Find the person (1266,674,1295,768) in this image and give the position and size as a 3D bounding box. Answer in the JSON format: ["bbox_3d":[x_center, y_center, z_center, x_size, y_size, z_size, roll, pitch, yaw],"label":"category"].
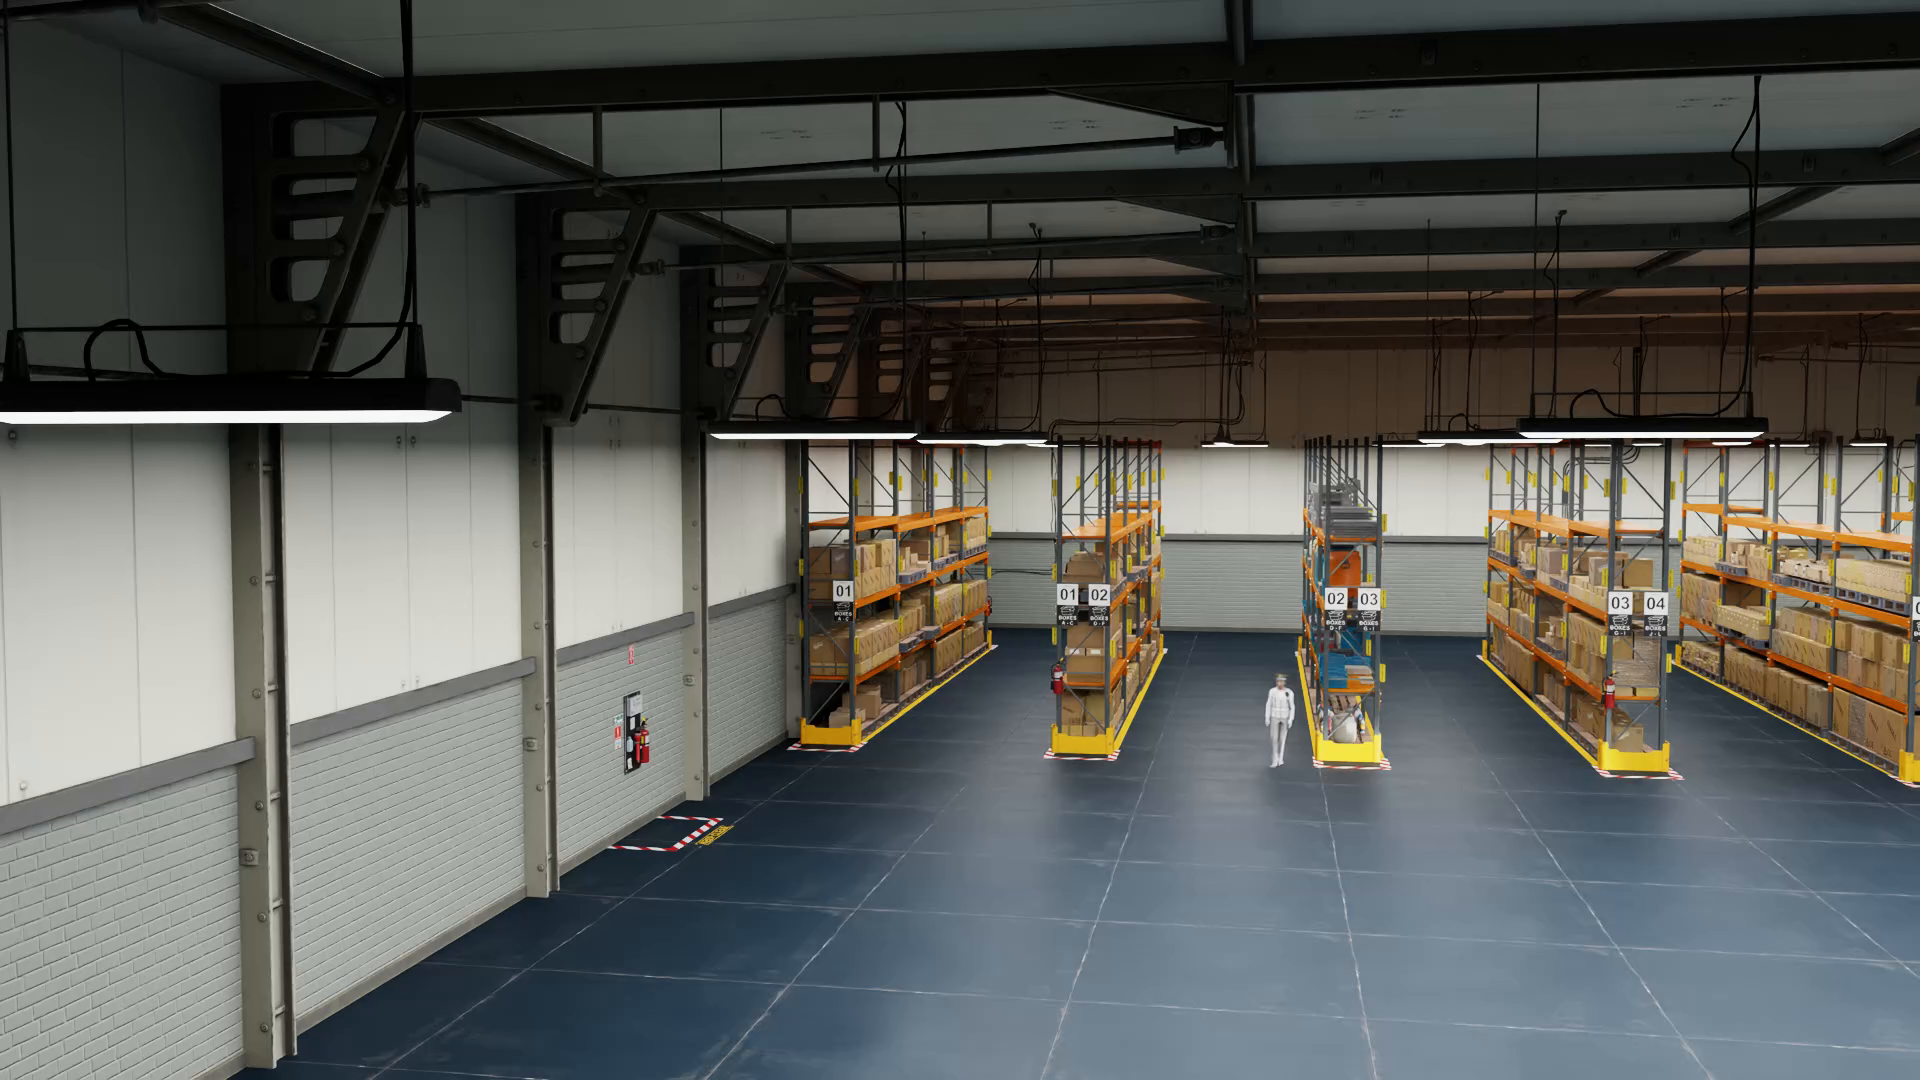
[{"bbox_3d":[5.808,3.293,30.133,0.521,1.755,0.559,0,3,8],"label":"person"}]

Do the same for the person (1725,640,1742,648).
[{"bbox_3d":[20.898,2.453,45.214,0.485,1.612,0.898,-3,4,-41],"label":"person"}]
